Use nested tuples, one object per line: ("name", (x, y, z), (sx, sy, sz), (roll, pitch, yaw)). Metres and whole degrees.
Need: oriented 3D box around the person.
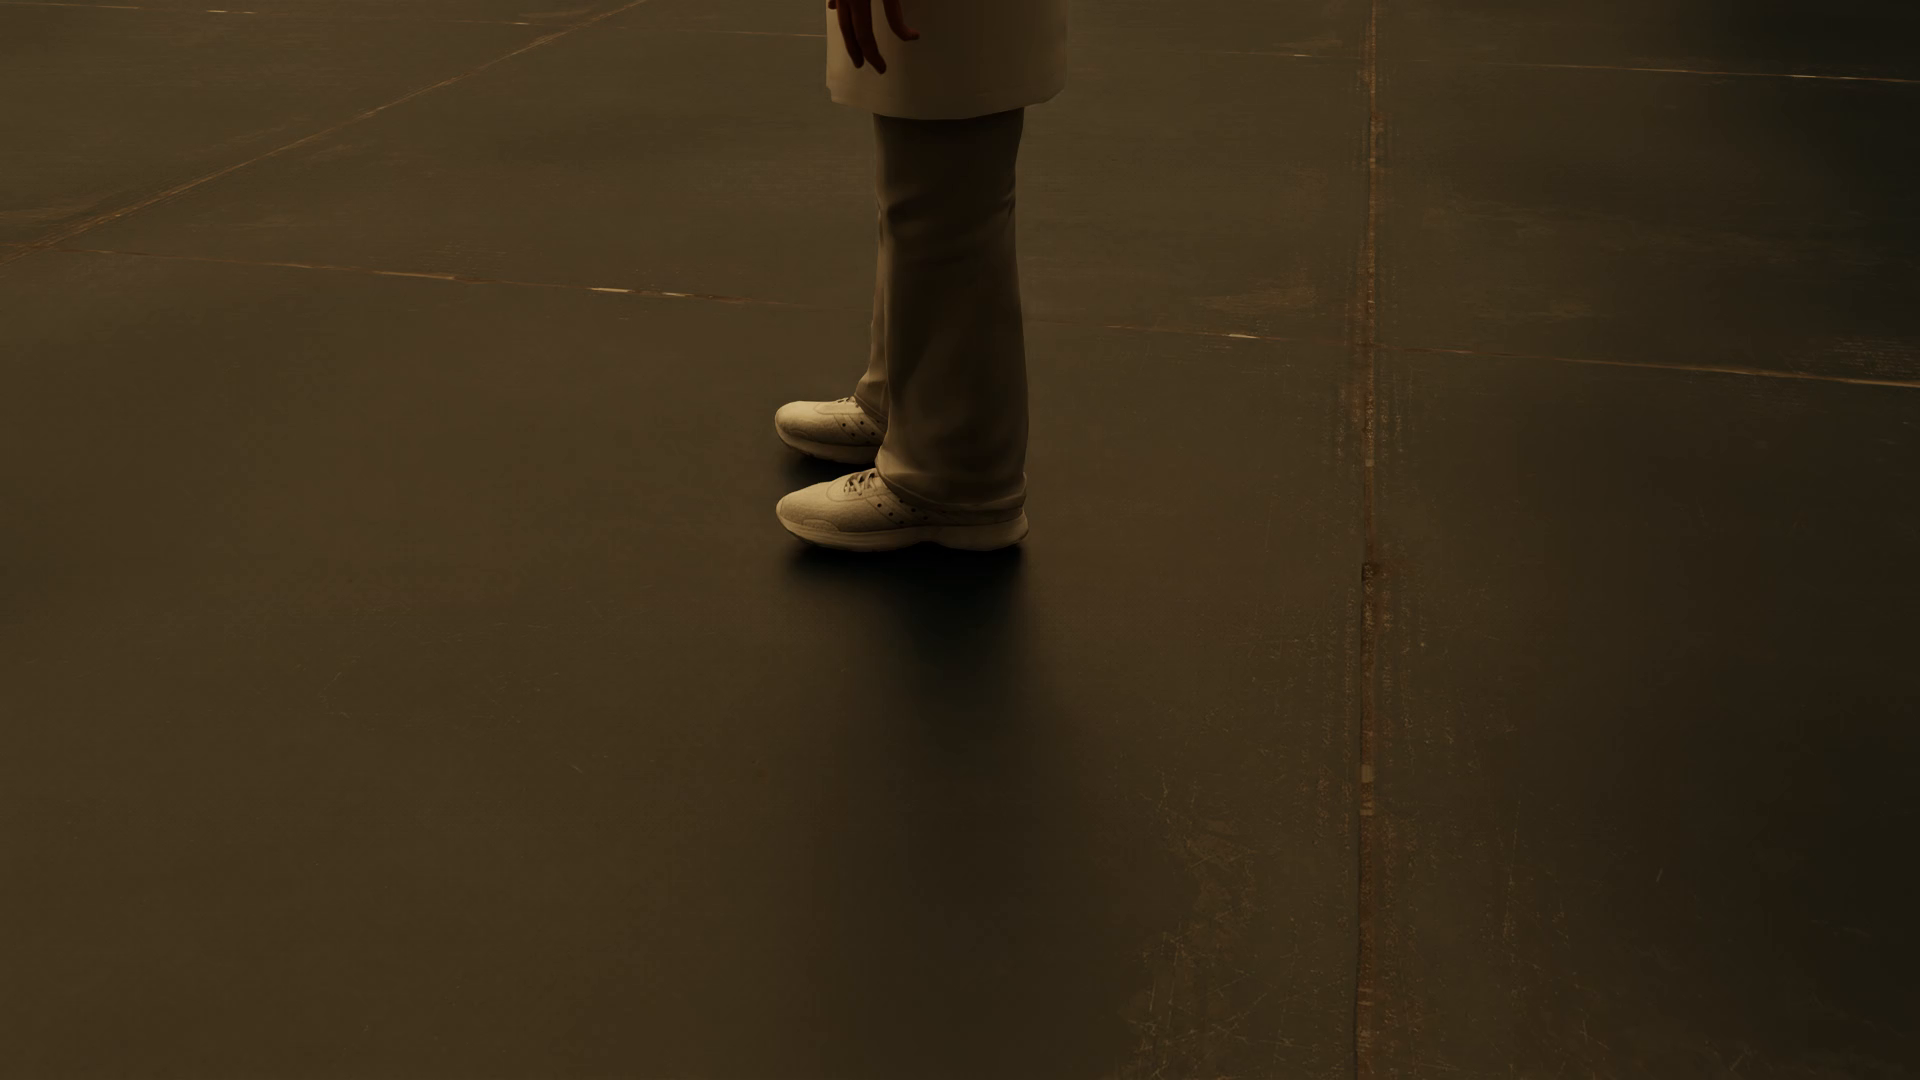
("person", (-0.087, -0.813, 2.121), (0.580, 1.776, 0.691), (6, 27, 11))
